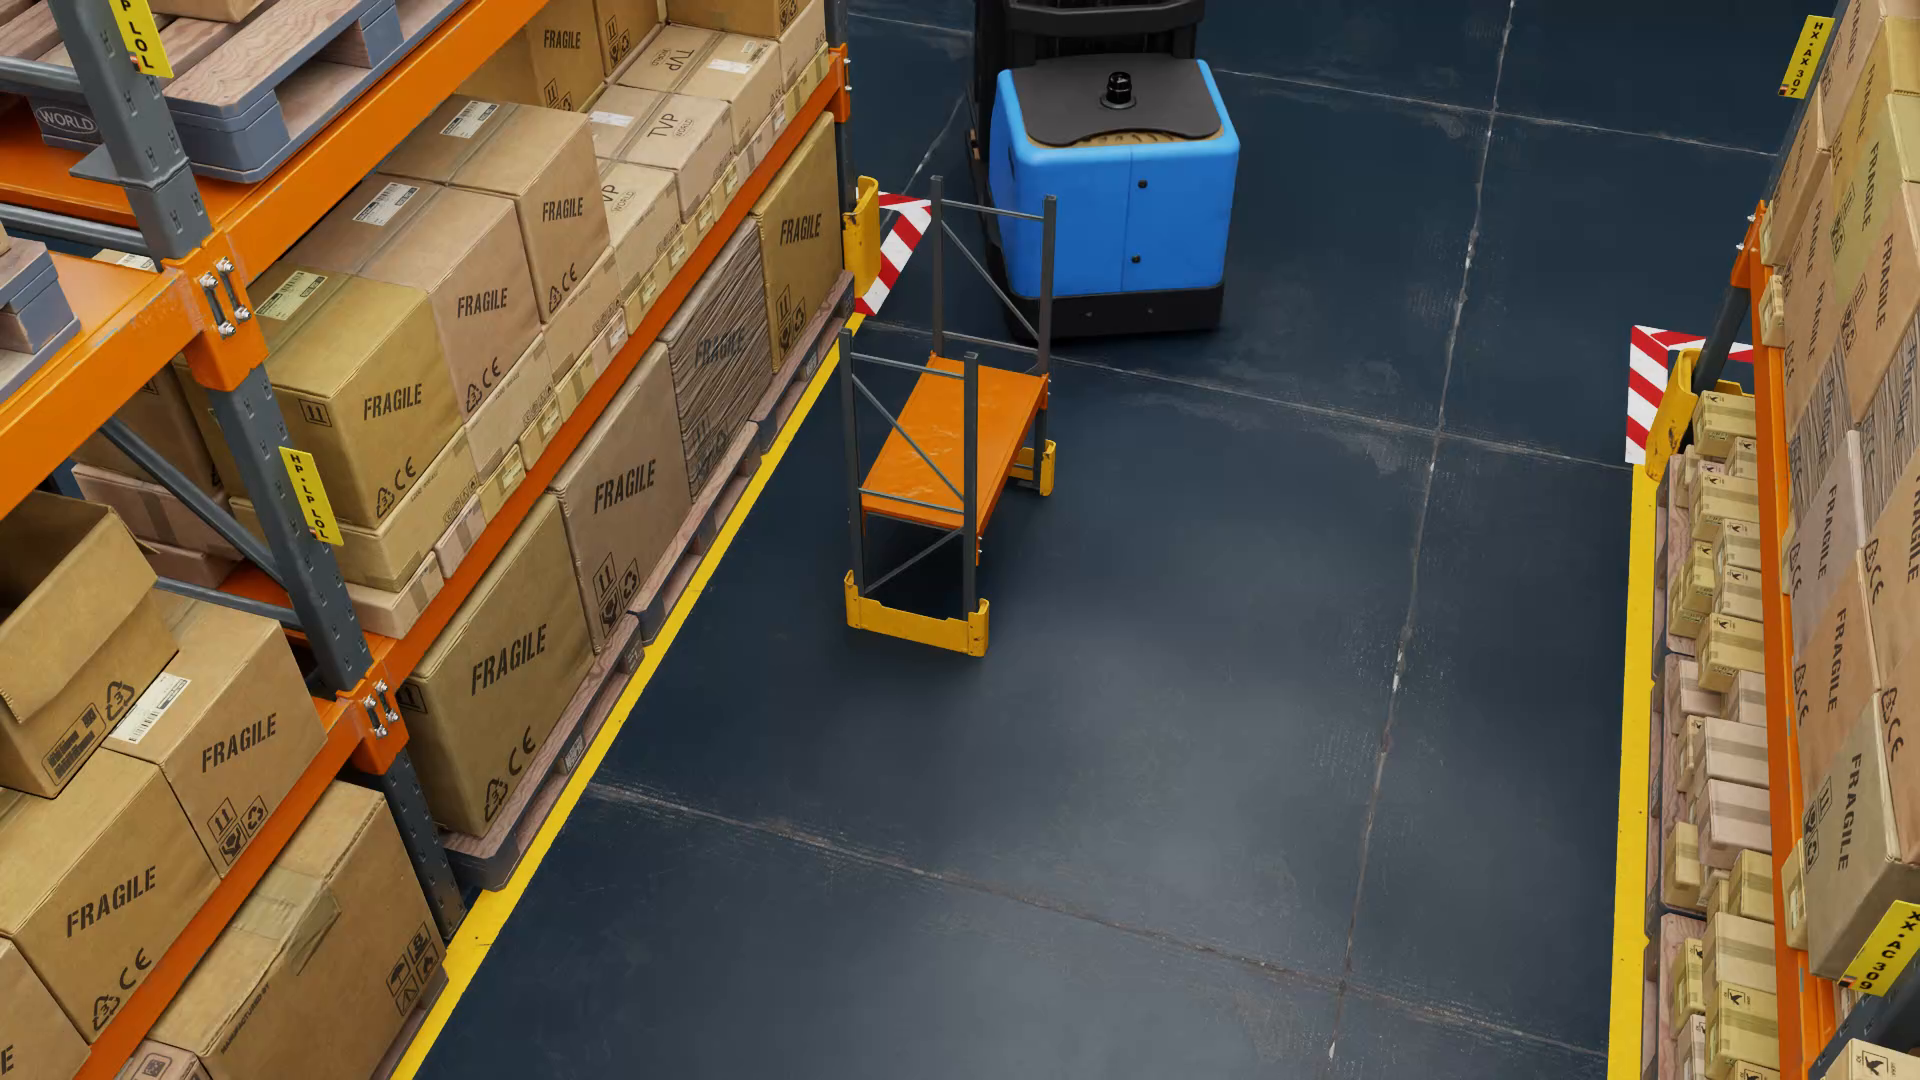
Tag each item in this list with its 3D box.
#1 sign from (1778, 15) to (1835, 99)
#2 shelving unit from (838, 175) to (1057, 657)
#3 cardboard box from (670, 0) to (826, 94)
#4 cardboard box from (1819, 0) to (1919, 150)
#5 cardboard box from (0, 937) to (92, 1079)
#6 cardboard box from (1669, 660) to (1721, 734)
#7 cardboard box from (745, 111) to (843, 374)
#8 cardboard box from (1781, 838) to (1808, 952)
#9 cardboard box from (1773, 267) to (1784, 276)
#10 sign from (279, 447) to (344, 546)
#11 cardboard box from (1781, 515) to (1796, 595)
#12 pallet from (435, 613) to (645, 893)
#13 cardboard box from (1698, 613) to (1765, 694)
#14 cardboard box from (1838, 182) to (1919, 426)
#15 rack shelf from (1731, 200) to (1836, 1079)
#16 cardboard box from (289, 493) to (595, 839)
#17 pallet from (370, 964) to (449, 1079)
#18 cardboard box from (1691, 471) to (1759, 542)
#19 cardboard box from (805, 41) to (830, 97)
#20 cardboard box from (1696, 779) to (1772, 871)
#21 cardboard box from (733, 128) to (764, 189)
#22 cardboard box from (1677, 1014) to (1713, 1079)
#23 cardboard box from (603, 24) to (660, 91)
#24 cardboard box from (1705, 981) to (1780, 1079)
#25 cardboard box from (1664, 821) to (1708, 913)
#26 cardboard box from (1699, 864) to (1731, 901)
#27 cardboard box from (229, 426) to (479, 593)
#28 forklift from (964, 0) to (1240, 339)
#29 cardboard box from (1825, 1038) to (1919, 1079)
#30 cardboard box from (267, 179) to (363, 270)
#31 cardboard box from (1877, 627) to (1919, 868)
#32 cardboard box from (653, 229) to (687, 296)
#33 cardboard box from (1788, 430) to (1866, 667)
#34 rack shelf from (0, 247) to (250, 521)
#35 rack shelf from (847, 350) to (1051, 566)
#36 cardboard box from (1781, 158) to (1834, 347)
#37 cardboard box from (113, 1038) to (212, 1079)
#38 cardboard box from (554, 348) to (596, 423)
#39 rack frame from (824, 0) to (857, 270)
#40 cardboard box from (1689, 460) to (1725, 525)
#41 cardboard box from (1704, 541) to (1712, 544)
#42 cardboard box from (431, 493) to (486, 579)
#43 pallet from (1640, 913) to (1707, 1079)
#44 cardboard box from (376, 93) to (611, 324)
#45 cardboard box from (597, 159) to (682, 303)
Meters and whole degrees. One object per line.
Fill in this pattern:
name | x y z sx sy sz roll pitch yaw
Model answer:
sign | 3.174 -1.807 6.232 0.100 0.325 0.005 13 46 13
shelving unit | -0.023 -0.485 6.573 0.587 1.500 1.083 13 46 13
cardboard box | -0.899 -2.174 7.121 0.500 0.250 0.500 12 46 12
cardboard box | 3.302 -1.639 5.681 0.500 0.500 0.500 12 46 12
cardboard box | -2.406 1.177 3.730 0.500 0.500 0.500 12 46 12
cardboard box | 2.831 0.611 6.118 0.380 0.149 0.250 10 45 11
cardboard box | -1.123 -1.448 7.703 0.875 0.875 0.875 13 46 13
cardboard box | 2.317 0.938 4.225 0.380 0.149 0.250 11 46 11
cardboard box | 3.243 -0.968 6.173 0.380 0.149 0.250 14 46 14
sign | -1.697 -0.112 4.347 0.100 0.325 0.005 13 46 13
cardboard box | 2.748 0.076 5.107 0.380 0.149 0.250 13 46 13
pallet | -1.912 0.672 6.312 1.003 0.211 1.213 13 46 13
cardboard box | 2.829 0.432 5.876 0.380 0.149 0.250 13 46 13
cardboard box | 2.826 -0.619 4.638 0.500 0.500 0.500 11 45 11
rack shelf | 3.085 0.207 5.307 1.077 0.370 4.000 13 46 13
cardboard box | -1.941 0.352 5.864 0.875 0.875 0.875 13 46 13
pallet | -2.379 1.692 5.269 1.003 0.211 1.213 13 46 13
cardboard box | 3.041 -0.100 6.419 0.380 0.149 0.250 12 46 12
cardboard box | -0.799 -2.104 7.334 0.380 0.149 0.250 13 46 13
cardboard box | 2.595 0.944 5.352 0.380 0.149 0.250 10 45 11
cardboard box | -1.030 -1.596 6.815 0.380 0.149 0.250 13 46 13
cardboard box | 2.342 1.585 4.910 0.380 0.149 0.250 11 45 11
cardboard box | -1.559 -1.943 6.884 0.500 0.250 0.500 12 46 12
cardboard box | 2.379 1.468 4.816 0.380 0.149 0.250 13 46 13
cardboard box | 2.587 1.129 5.589 0.380 0.149 0.250 12 46 12
cardboard box | 2.635 1.083 5.423 0.380 0.149 0.250 14 46 13
cardboard box | -1.825 -0.145 5.047 0.500 0.250 0.500 12 46 12
forklift | 0.616 -3.048 8.169 1.130 2.935 3.031 -4 45 -4
cardboard box | 1.922 1.175 3.257 0.380 0.149 0.250 15 46 15
cardboard box | -2.177 -0.852 5.233 0.500 0.500 0.500 13 46 13
cardboard box | 2.364 0.413 3.583 0.500 0.500 0.500 11 45 11
cardboard box | -1.263 -1.085 6.293 0.380 0.149 0.250 13 46 13
cardboard box | 2.667 0.082 4.637 0.500 0.500 0.500 12 46 12
rack shelf | -2.822 0.683 2.676 1.077 0.370 4.000 13 46 13
rack shelf | -0.026 -0.351 6.692 0.538 0.185 1.000 13 46 13
cardboard box | 3.154 -0.922 5.663 0.500 0.500 0.500 13 46 13
cardboard box | -2.661 1.801 4.383 1.225 0.875 0.875 11 45 11
cardboard box | -1.496 -0.569 5.765 0.380 0.149 0.250 12 46 12
rack frame | -1.005 -2.501 7.560 1.000 3.000 0.127 13 46 13
cardboard box | 3.151 -0.155 6.688 0.380 0.149 0.250 12 46 12
cardboard box | 3.157 0.126 6.614 0.380 0.149 0.250 13 46 13
cardboard box | -1.731 -0.047 5.232 0.380 0.149 0.250 11 45 11
pallet | 2.649 1.825 5.133 1.003 0.211 1.213 13 46 13
cardboard box | -1.518 -1.095 5.482 0.500 0.500 0.500 11 45 11
cardboard box | -1.361 -1.149 6.073 0.500 0.250 0.500 13 46 13
